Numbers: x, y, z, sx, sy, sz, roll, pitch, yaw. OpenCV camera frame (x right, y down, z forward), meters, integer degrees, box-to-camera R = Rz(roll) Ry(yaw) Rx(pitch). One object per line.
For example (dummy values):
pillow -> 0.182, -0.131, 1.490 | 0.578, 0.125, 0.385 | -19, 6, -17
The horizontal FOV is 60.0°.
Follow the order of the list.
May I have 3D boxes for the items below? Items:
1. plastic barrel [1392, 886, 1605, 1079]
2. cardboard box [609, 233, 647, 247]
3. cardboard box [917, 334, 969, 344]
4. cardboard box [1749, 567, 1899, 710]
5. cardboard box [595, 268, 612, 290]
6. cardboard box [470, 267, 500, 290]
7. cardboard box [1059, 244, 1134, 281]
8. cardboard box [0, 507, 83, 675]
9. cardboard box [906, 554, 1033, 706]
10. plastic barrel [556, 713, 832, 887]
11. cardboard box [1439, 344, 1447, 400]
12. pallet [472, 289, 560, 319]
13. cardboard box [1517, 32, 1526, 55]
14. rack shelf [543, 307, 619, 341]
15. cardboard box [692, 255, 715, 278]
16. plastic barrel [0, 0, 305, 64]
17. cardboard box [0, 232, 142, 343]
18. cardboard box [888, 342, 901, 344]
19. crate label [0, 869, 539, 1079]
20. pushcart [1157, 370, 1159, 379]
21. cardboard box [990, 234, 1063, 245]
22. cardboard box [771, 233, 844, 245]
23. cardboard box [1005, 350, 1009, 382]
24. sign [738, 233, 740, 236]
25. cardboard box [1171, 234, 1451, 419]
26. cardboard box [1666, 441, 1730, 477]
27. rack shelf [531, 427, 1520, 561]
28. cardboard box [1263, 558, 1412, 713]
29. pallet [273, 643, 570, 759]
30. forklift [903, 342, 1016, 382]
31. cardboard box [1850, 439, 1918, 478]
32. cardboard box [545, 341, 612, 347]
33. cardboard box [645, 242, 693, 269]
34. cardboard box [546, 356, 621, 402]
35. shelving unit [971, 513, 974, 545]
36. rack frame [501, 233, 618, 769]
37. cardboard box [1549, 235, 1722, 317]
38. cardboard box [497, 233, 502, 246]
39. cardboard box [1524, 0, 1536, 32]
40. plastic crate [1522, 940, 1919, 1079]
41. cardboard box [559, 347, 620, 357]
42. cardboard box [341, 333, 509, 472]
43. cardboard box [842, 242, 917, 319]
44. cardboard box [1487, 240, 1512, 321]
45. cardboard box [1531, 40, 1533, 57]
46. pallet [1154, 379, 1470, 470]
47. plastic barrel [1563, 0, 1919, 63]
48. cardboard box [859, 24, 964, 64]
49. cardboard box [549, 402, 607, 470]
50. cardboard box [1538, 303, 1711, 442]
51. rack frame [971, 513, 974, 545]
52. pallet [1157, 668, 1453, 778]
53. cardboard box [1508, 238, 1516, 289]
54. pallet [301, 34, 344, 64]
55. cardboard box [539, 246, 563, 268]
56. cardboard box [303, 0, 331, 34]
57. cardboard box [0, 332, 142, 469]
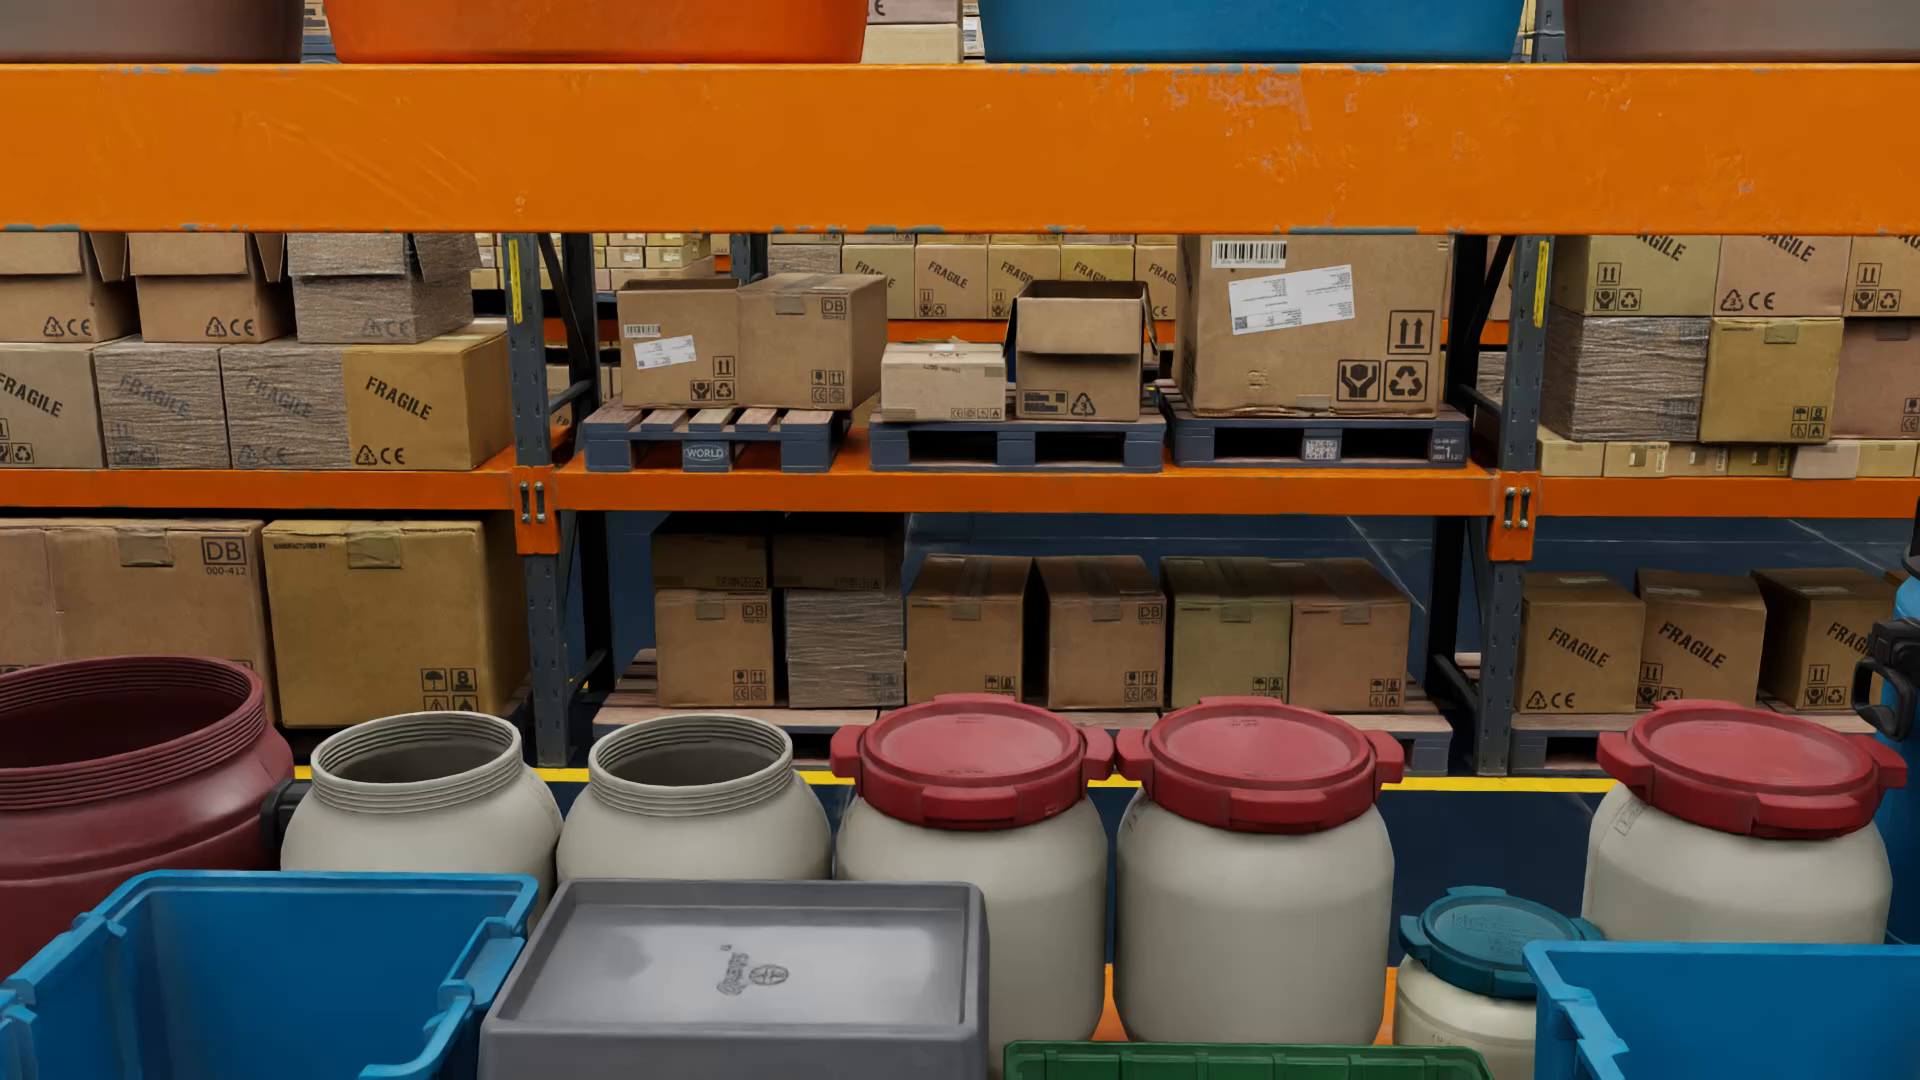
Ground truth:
plastic barrel -> 0.816, 0.710, 2.540 | 0.301, 0.262, 0.301 | 0, 15, 0
cardboard box -> -2.262, -2.120, 11.500 | 0.250, 0.149, 0.380 | 0, 15, 1
cardboard box -> -0.063, -0.794, 7.411 | 0.258, 0.266, 0.396 | 0, 15, 0
cardboard box -> 3.856, 0.432, 7.400 | 0.500, 0.500, 0.500 | -1, 15, -4
cardboard box -> -2.520, -1.834, 11.580 | 0.250, 0.149, 0.380 | 1, 15, 2
cardboard box -> -3.296, -1.840, 11.603 | 0.250, 0.149, 0.380 | 1, 15, 3
cardboard box -> 0.950, -1.827, 11.688 | 0.500, 0.500, 0.500 | 1, 15, 2
cardboard box -> -4.202, 0.205, 7.526 | 0.875, 0.875, 1.225 | 0, 15, -1
cardboard box -> 0.055, 0.399, 7.485 | 0.500, 0.500, 0.700 | 2, 15, 6
plastic barrel -> -0.409, 0.566, 2.597 | 0.421, 0.512, 0.421 | 0, 15, 0
cardboard box -> 3.116, -0.990, 12.055 | 0.875, 0.875, 0.875 | 1, 15, 2
pallet -> -3.489, -1.772, 12.054 | 1.213, 0.211, 1.003 | 0, 15, 1
cardboard box -> 3.603, -3.323, 11.148 | 0.250, 0.149, 0.380 | 0, 15, 1
rack shelf -> -3.509, -1.528, 12.161 | 4.000, 0.370, 1.077 | 0, 15, 1
cardboard box -> -1.952, -1.999, 12.204 | 0.250, 0.149, 0.380 | 0, 15, 1
plastic barrel -> -1.048, -0.967, 1.764 | 0.600, 0.901, 0.600 | 0, 15, 0
cardboard box -> -3.790, -1.148, 7.150 | 0.637, 0.503, 0.797 | 1, 15, 3
cardboard box -> -0.920, -2.052, 17.065 | 0.625, 0.372, 0.950 | -1, 15, -2
crate label -> -0.877, 0.723, 2.150 | 0.616, 0.435, 0.502 | 0, 15, 1
pushcart -> 2.506, -1.250, 14.838 | 0.936, 0.377, 1.648 | -5, 16, -18
cardboard box -> 0.469, -2.380, 11.825 | 0.500, 0.500, 0.700 | 0, 15, 1
cardboard box -> -1.061, -2.389, 11.859 | 0.500, 0.500, 0.700 | 0, 15, 1
cardboard box -> -0.029, -0.946, 12.133 | 0.750, 0.750, 1.050 | 1, 15, 2
sign -> -1.514, -2.246, 11.357 | 0.005, 0.325, 0.100 | 0, 15, 1
cardboard box -> 1.471, -1.106, 7.154 | 1.000, 1.000, 1.000 | 0, 15, 2
cardboard box -> 2.969, -0.373, 6.867 | 0.250, 0.149, 0.380 | 0, 15, 1
rack shelf -> 0.262, -0.237, 7.270 | 4.000, 0.370, 1.077 | 0, 15, 1
cardboard box -> 1.648, 0.414, 7.428 | 0.500, 0.500, 0.700 | -1, 15, -3
pallet -> -2.523, 0.726, 7.676 | 1.213, 0.211, 1.003 | 0, 15, 1
forklift -> 0.062, -2.592, 14.920 | 1.130, 2.935, 3.031 | 0, 15, 1
cardboard box -> 3.719, -0.371, 6.858 | 0.250, 0.149, 0.380 | 0, 15, 1
cardboard box -> -3.958, -2.340, 17.170 | 0.875, 0.875, 0.875 | 1, 15, 3
cardboard box -> -2.015, -1.975, 11.532 | 0.250, 0.149, 0.380 | 1, 15, 3
cardboard box -> -2.705, -1.158, 11.955 | 0.500, 0.250, 0.500 | 1, 15, 2
shelving unit -> -0.165, -0.581, 10.691 | 0.503, 1.200, 0.258 | 0, 15, 1
rack frame -> -1.737, -0.598, 7.228 | 0.127, 3.000, 1.000 | 0, 15, 1
cardboard box -> 2.705, -1.180, 6.694 | 0.500, 0.500, 0.500 | 0, 15, 1
cardboard box -> -3.032, -2.126, 11.521 | 0.250, 0.149, 0.380 | 0, 15, 1
cardboard box -> 3.980, -3.529, 11.148 | 0.500, 0.250, 0.500 | 0, 15, 1
plastic crate -> 1.024, 0.771, 2.070 | 0.575, 0.384, 0.392 | 0, 15, 1
cardboard box -> -2.700, -1.289, 12.453 | 0.500, 0.250, 0.500 | 0, 15, 1
cardboard box -> -2.237, -0.587, 6.988 | 0.500, 0.500, 0.500 | 1, 15, 3
cardboard box -> -0.559, -1.837, 11.725 | 0.500, 0.500, 0.500 | 0, 15, 1
cardboard box -> 3.946, -1.878, 11.785 | 0.550, 0.550, 0.875 | 0, 15, 1
cardboard box -> 2.724, -2.014, 7.007 | 0.500, 0.250, 0.500 | 1, 15, 4
pallet -> 1.501, -0.522, 7.313 | 1.213, 0.211, 1.003 | 0, 15, 1
plastic barrel -> 0.967, -0.954, 1.714 | 0.600, 0.901, 0.600 | 0, 15, 0
cardboard box -> -0.247, -1.904, 6.590 | 0.500, 0.250, 0.500 | 1, 15, 3
cardboard box -> -2.693, -0.799, 12.065 | 0.500, 0.500, 0.500 | 1, 15, 4
cardboard box -> 2.710, -0.746, 7.008 | 0.500, 0.500, 0.875 | 0, 15, 1
rack frame -> 0.078, -0.580, 10.685 | 0.015, 1.200, 0.240 | 0, 15, 1
pallet -> 1.483, 0.771, 7.503 | 1.213, 0.211, 1.003 | 0, 15, 1
cardboard box -> 2.718, -1.315, 7.206 | 0.500, 0.500, 0.500 | 0, 15, 1
pallet -> -2.382, -1.948, 6.834 | 1.003, 0.211, 1.213 | 1, 15, 4
cardboard box -> -2.795, -1.979, 11.548 | 0.250, 0.149, 0.380 | 0, 15, 2
cardboard box -> -2.349, -2.287, 6.724 | 0.637, 0.503, 0.797 | 1, 15, 5
cardboard box -> -3.763, -0.598, 7.029 | 0.500, 0.500, 0.500 | 1, 15, 2
